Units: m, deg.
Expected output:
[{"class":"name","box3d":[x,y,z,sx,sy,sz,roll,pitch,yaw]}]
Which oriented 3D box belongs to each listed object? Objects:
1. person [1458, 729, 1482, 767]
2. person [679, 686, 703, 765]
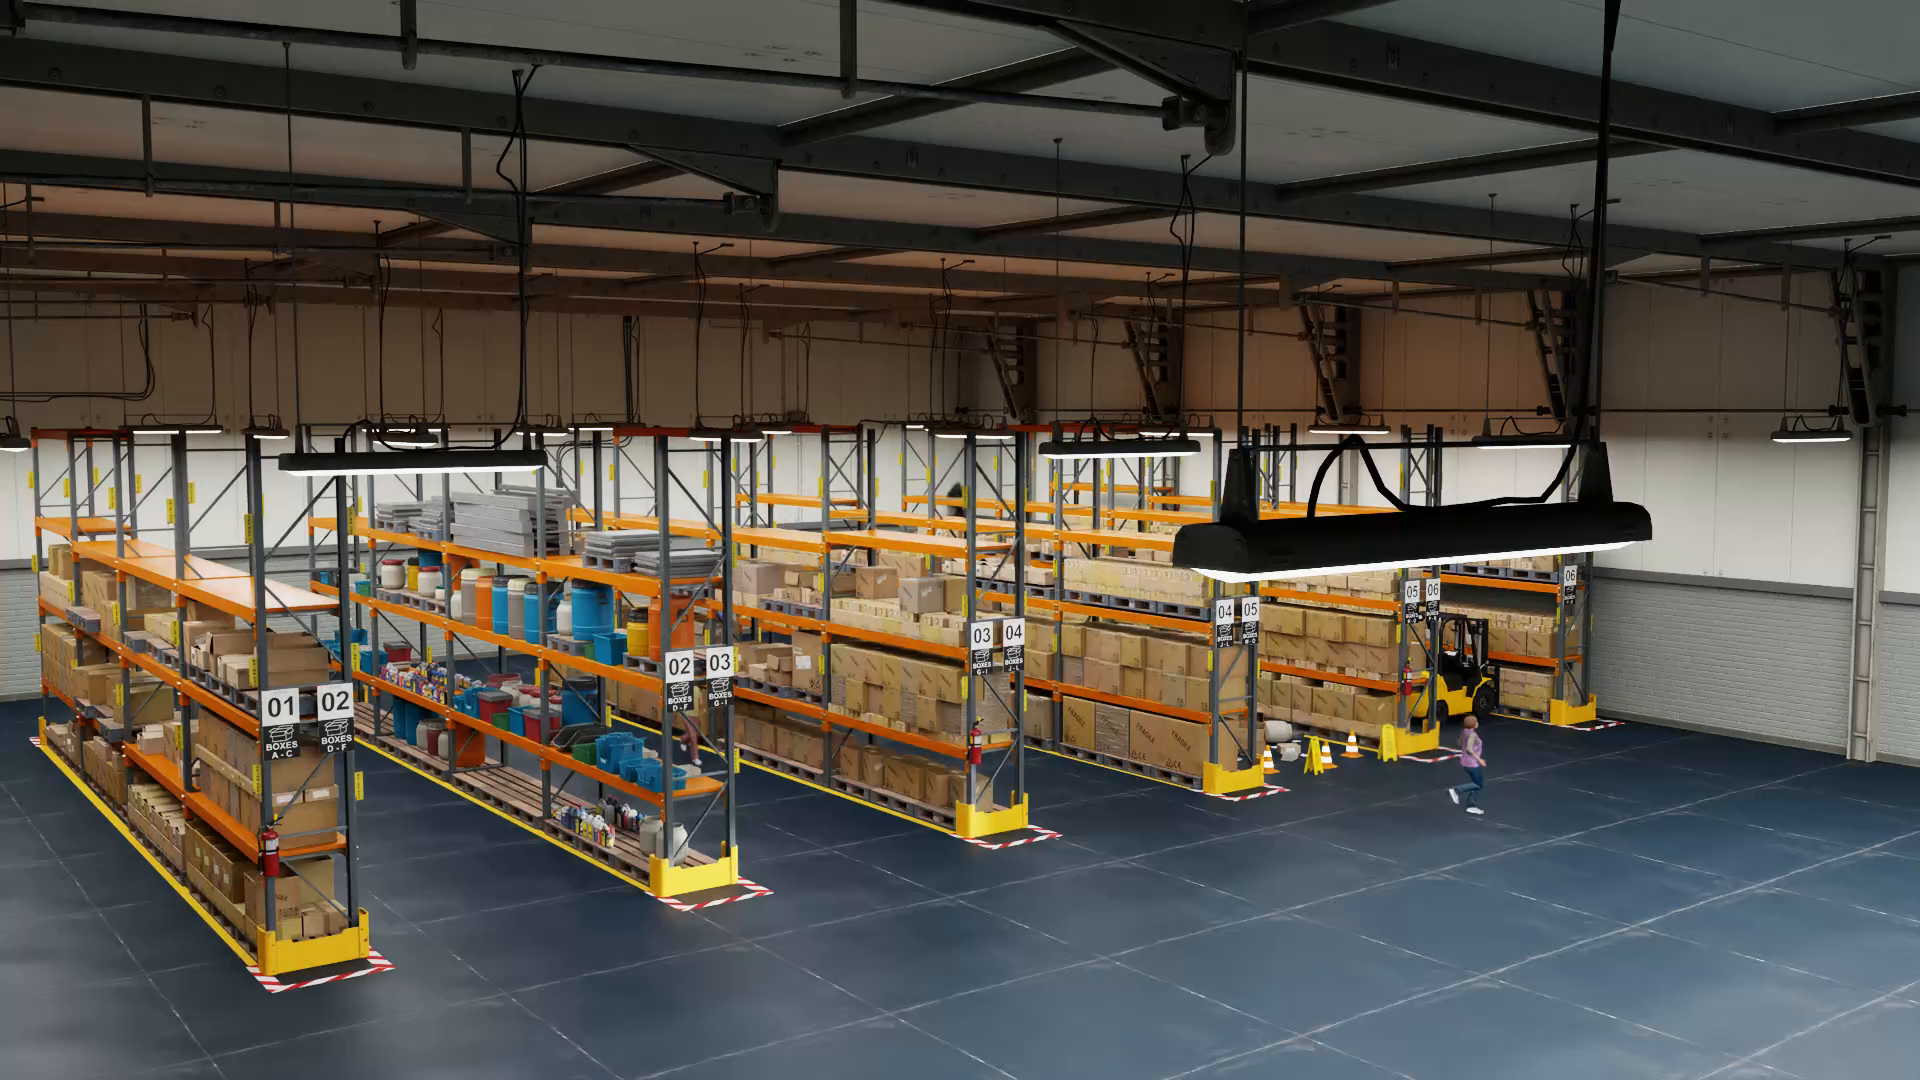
[{"class":"person","box3d":[8.003,3.252,26.038,0.297,0.581,0.536,0,4,0]},{"class":"person","box3d":[-4.879,3.300,29.919,0.541,1.403,0.804,-4,6,-40]}]
